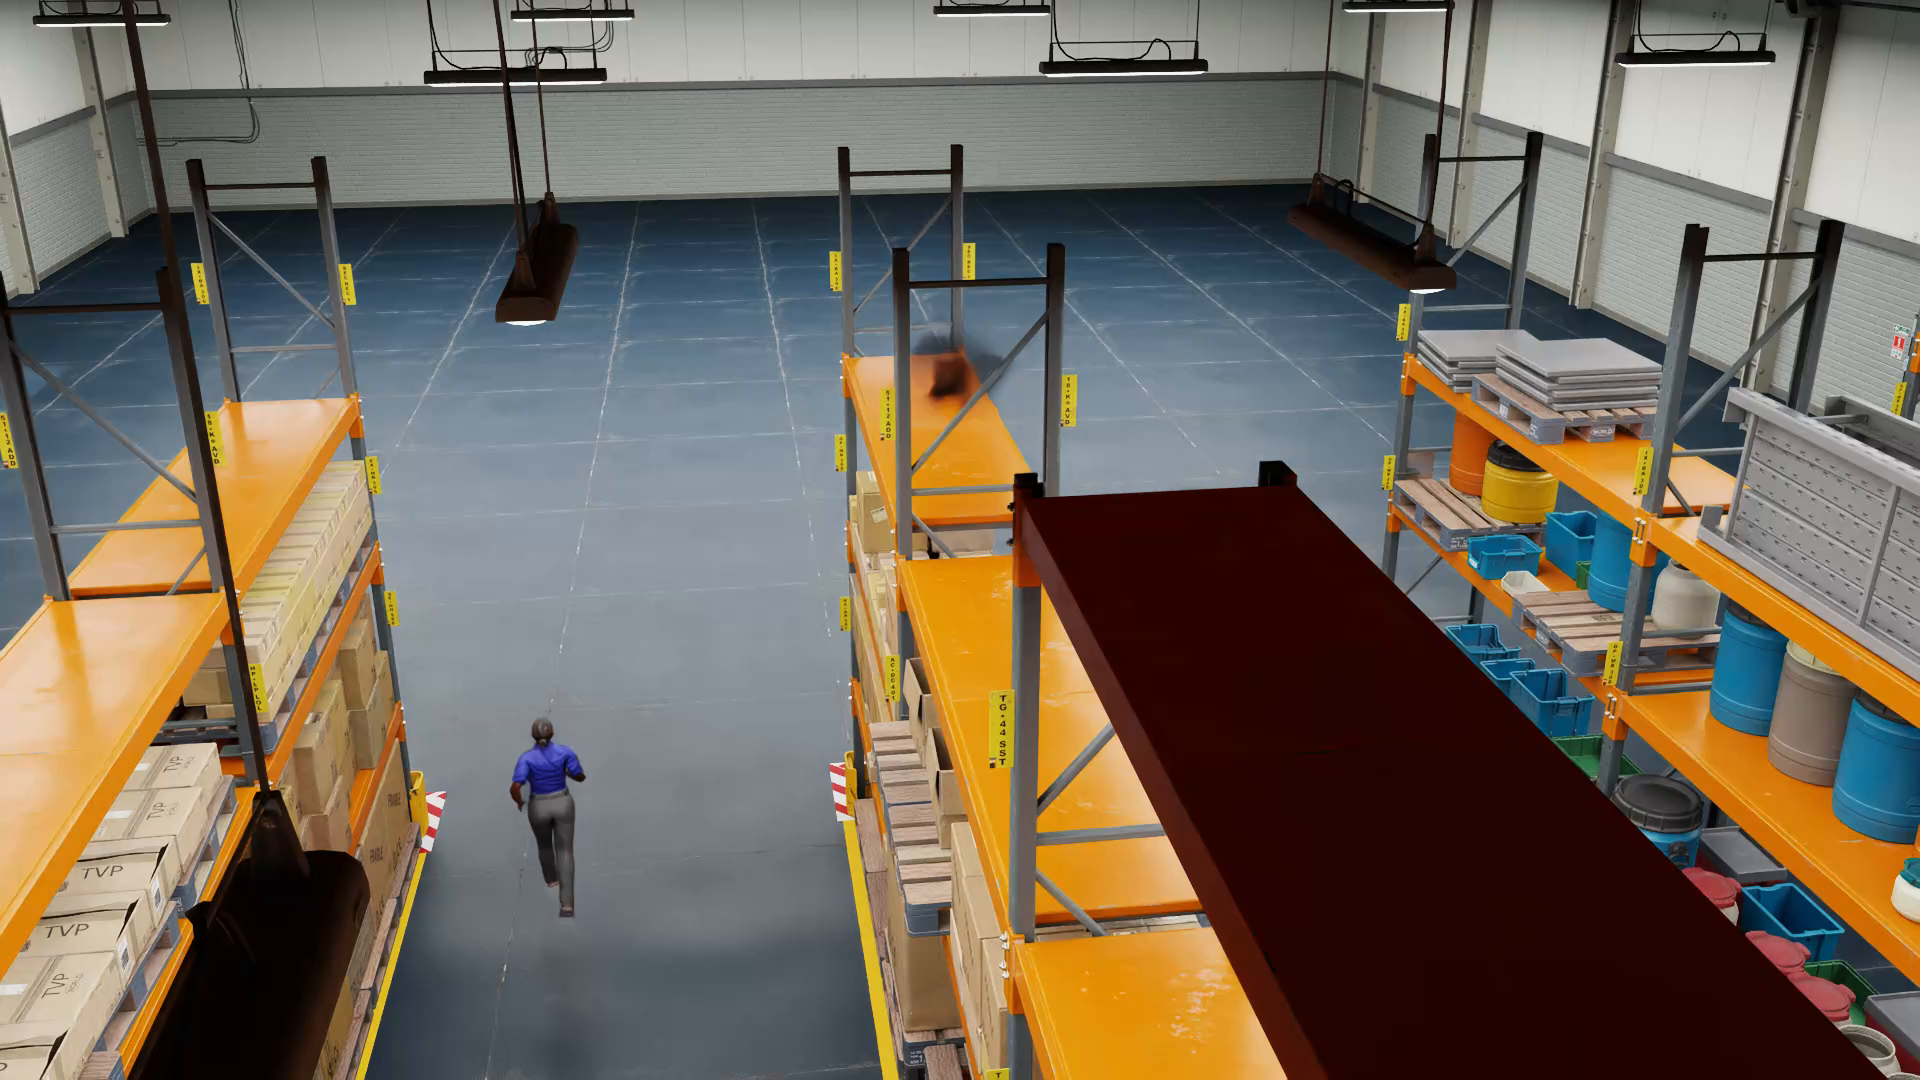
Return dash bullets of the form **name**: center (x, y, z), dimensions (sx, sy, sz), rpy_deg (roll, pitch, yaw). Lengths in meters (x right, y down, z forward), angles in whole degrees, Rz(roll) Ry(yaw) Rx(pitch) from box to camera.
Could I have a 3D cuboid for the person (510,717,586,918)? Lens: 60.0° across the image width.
- **person**: center (-3.236, 2.153, 13.167), dimensions (0.587, 1.681, 0.827), rpy_deg (-6, 22, -15)
